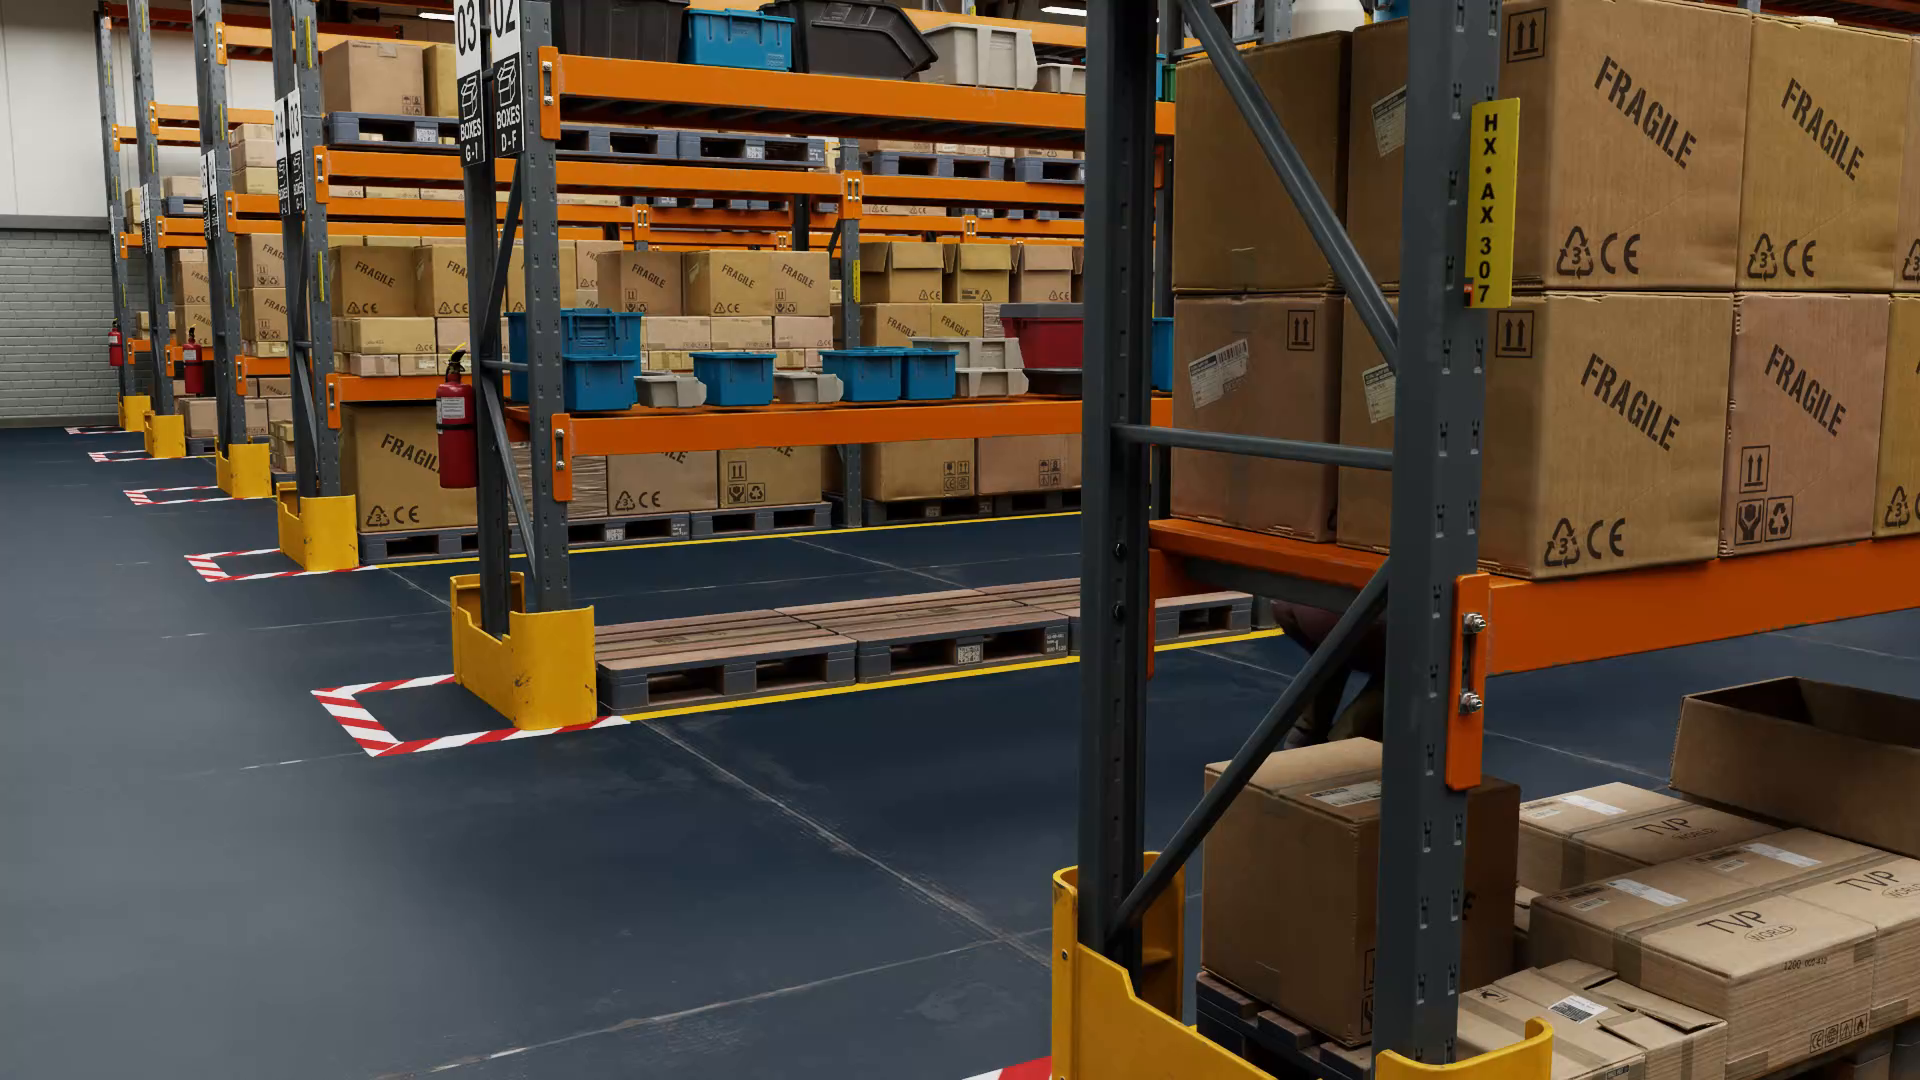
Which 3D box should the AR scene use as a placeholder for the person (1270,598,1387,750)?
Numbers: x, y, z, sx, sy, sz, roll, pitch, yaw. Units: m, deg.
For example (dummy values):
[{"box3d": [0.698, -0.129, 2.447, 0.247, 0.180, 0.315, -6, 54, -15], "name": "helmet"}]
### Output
[{"box3d": [1.649, 0.425, 6.641, 0.953, 0.895, 0.592, -5, 10, -33], "name": "person"}]
